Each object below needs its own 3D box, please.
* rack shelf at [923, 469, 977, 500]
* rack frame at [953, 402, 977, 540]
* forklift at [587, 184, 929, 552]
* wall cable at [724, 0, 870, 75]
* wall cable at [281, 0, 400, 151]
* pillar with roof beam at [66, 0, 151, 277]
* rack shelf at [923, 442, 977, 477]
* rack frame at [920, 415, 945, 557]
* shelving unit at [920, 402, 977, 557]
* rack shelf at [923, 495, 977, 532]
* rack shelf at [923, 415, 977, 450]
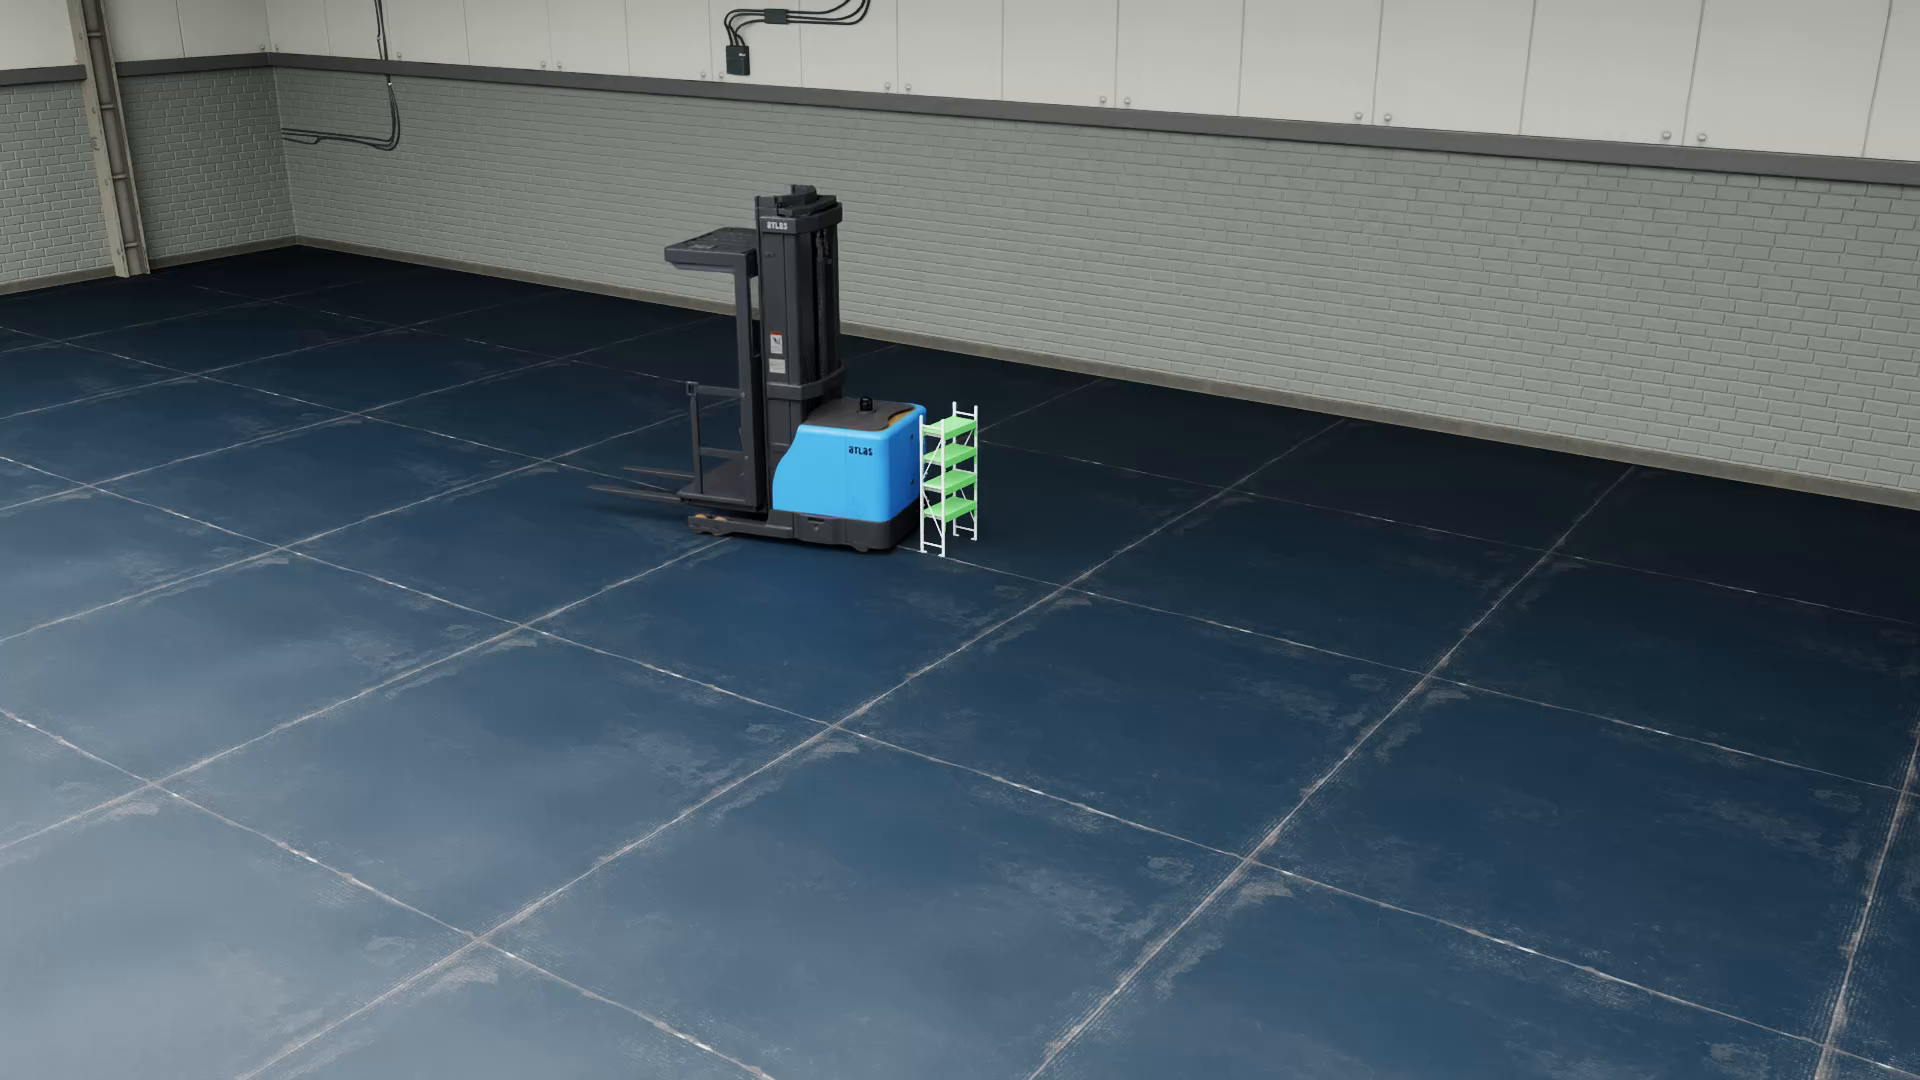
[{"bbox_3d":[-0.093,-0.455,14.098,0.258,0.148,0.480,13,24,32],"label":"rack shelf"},{"bbox_3d":[0.044,-0.585,14.265,0.240,1.200,0.015,13,24,32],"label":"rack frame"},{"bbox_3d":[-1.848,-1.570,14.431,3.031,2.935,1.130,7,22,19],"label":"forklift"},{"bbox_3d":[-2.031,-8.602,19.796,2.305,6.003,0.169,13,24,32],"label":"wall cable"},{"bbox_3d":[-9.873,-7.407,25.942,3.097,2.526,0.112,13,24,32],"label":"wall cable"},{"bbox_3d":[-9.062,-7.436,21.545,9.100,9.000,0.400,13,24,32],"label":"pillar with roof beam"},{"bbox_3d":[-0.093,-0.680,14.015,0.258,0.148,0.480,13,24,32],"label":"rack shelf"},{"bbox_3d":[-0.230,-0.445,13.887,0.240,1.200,0.015,13,24,32],"label":"rack frame"},{"bbox_3d":[-0.093,-0.515,14.076,0.258,1.200,0.503,13,24,32],"label":"shelving unit"},{"bbox_3d":[-0.093,-0.230,14.181,0.258,0.148,0.480,13,24,32],"label":"rack shelf"},{"bbox_3d":[-0.093,-0.906,13.931,0.258,0.148,0.480,13,24,32],"label":"rack shelf"}]
